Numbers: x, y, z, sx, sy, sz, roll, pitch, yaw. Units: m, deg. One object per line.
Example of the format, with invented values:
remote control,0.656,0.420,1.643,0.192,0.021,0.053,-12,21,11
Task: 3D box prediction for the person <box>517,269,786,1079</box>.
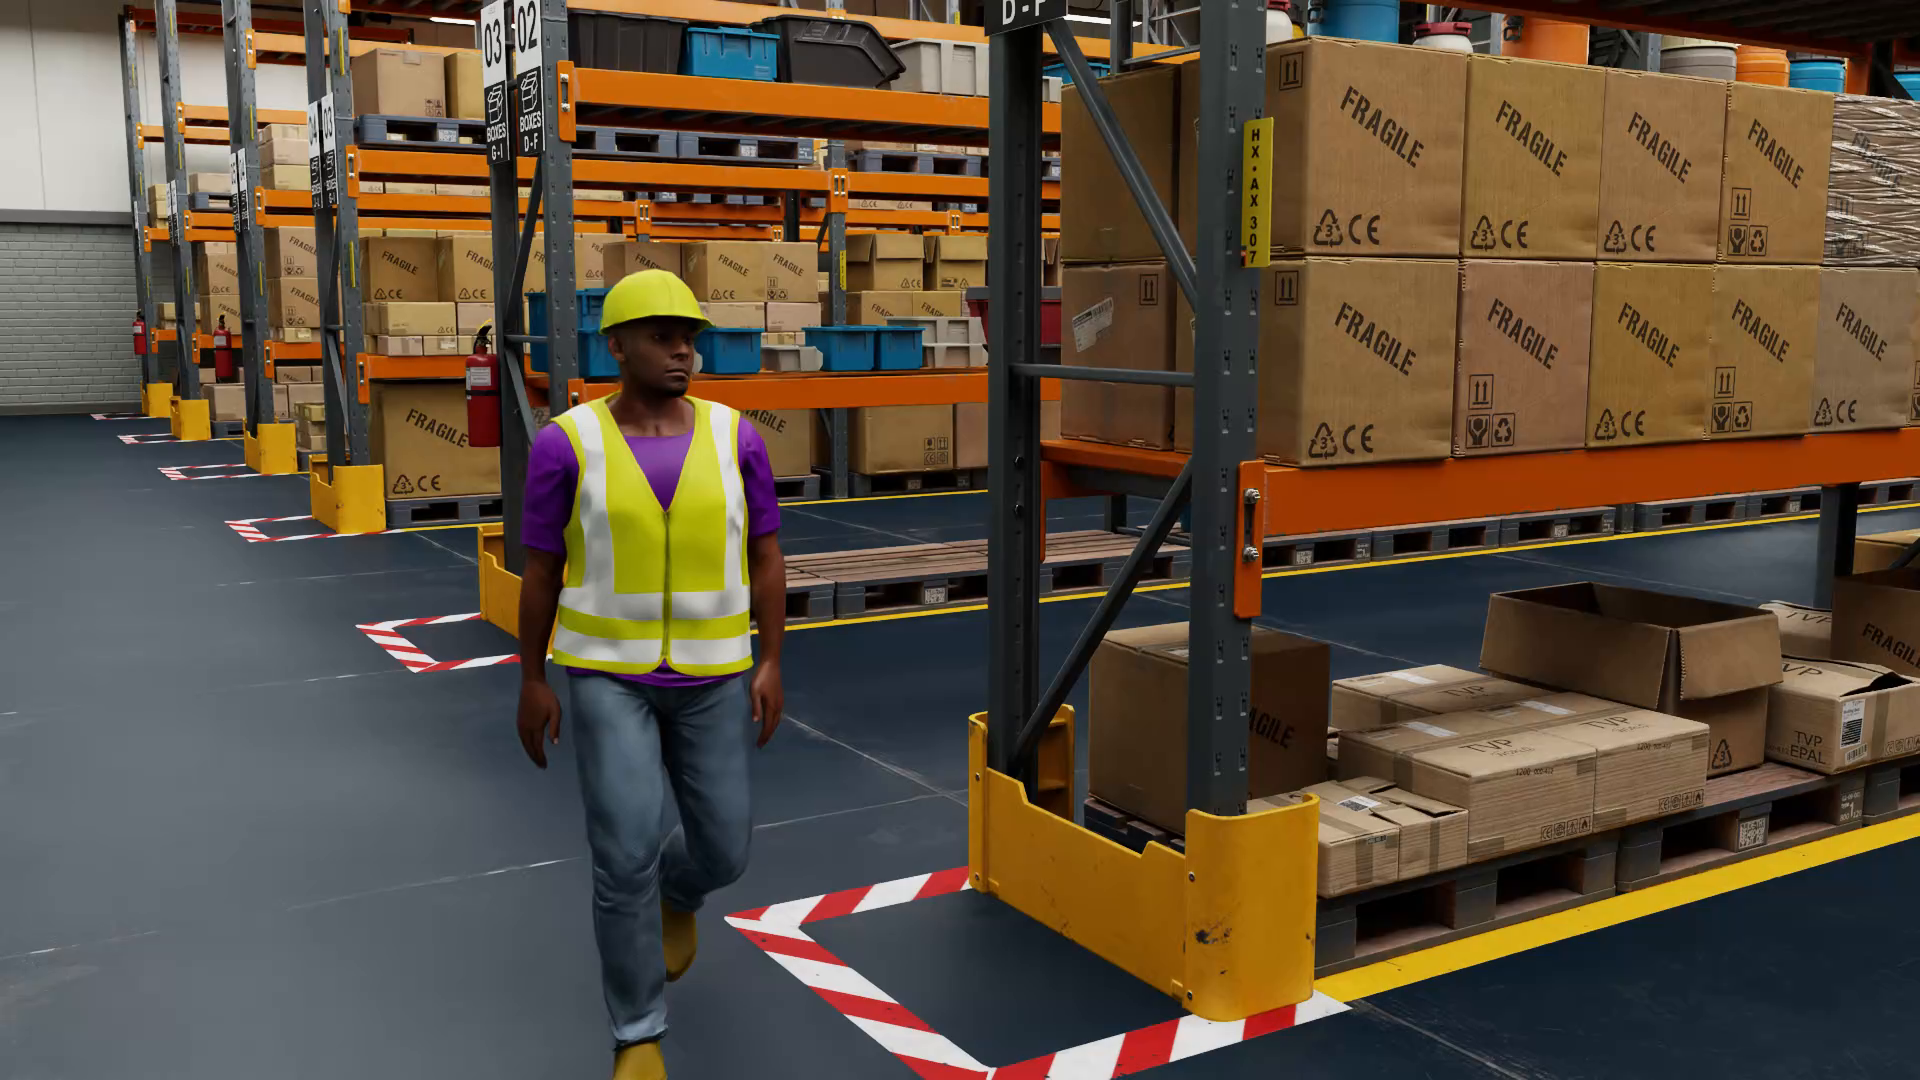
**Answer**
person,4.961,-0.585,9.791,15.404,1.745,8.535,-3,9,-20
